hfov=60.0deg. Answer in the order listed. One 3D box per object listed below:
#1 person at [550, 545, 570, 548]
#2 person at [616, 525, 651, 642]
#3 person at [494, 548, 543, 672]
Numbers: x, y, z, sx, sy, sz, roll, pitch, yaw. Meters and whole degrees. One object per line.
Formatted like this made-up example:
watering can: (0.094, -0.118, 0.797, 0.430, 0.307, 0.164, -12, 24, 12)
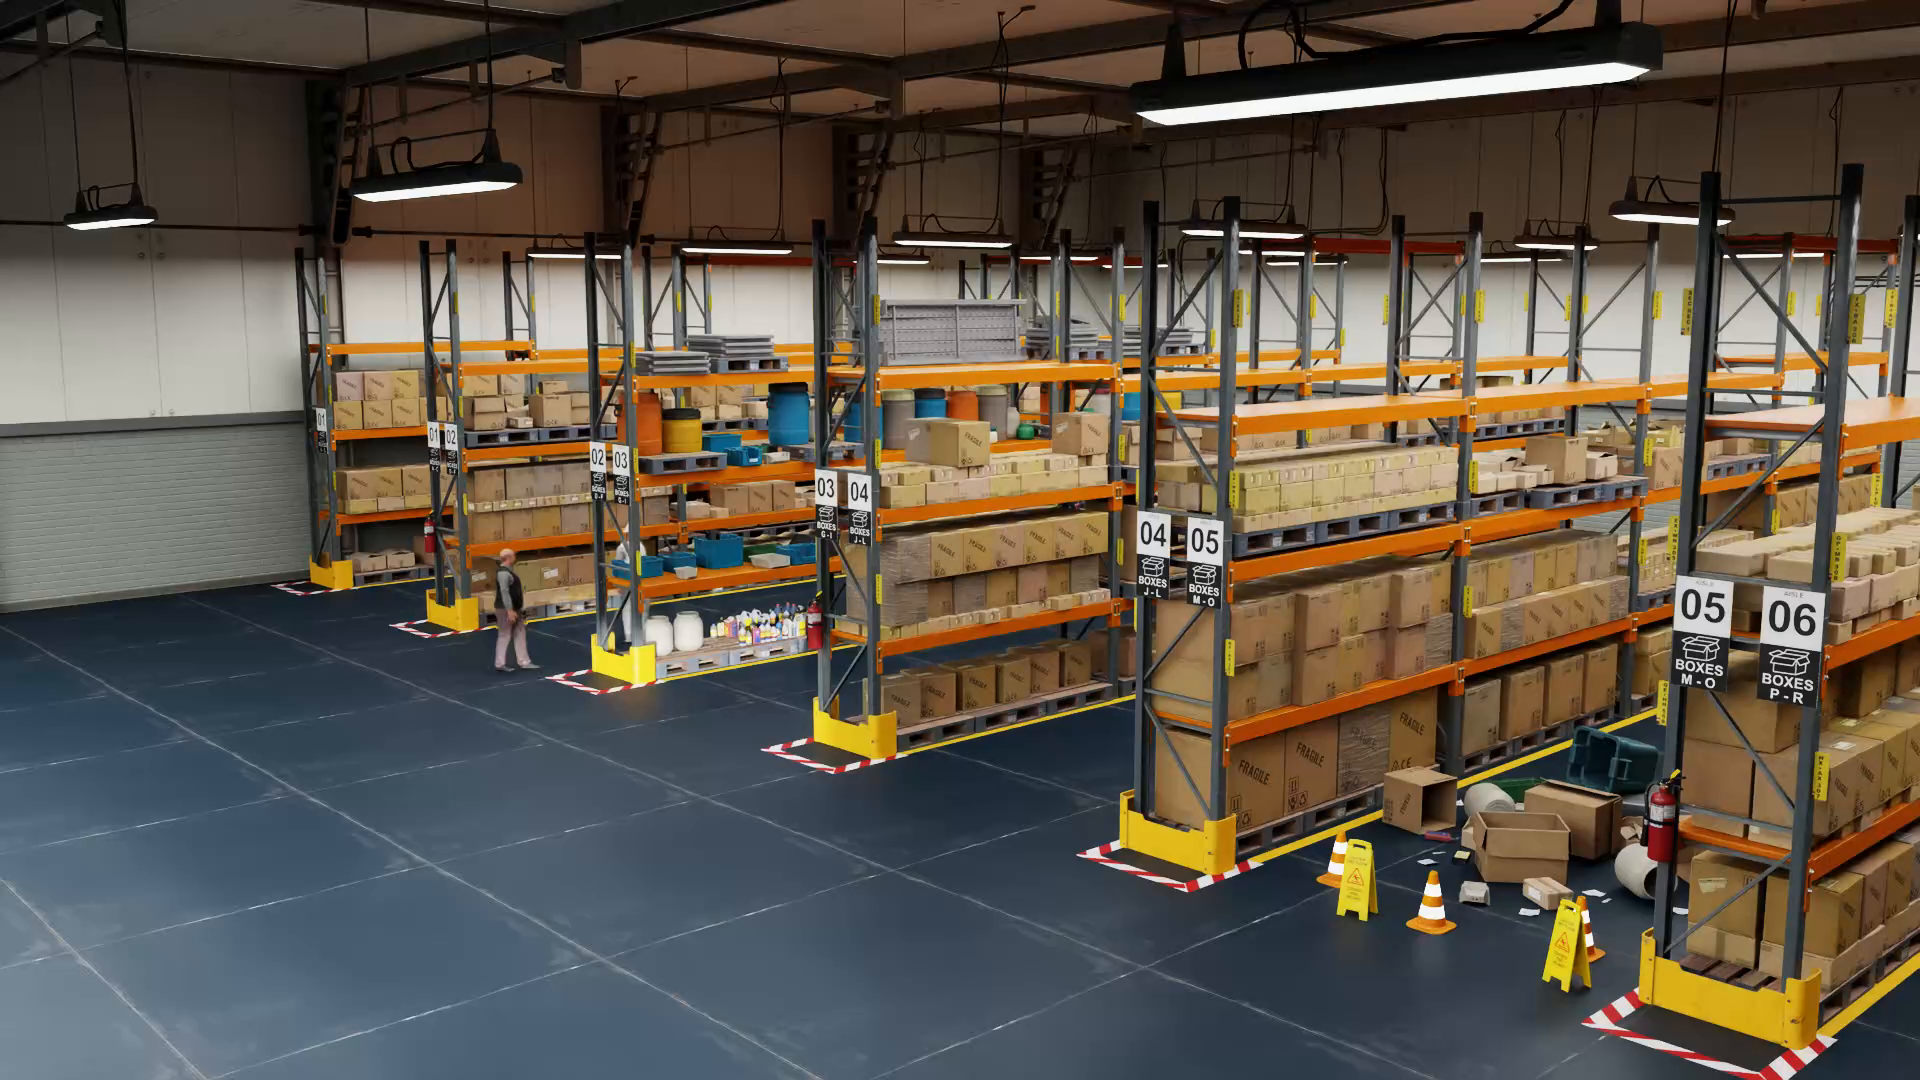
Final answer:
person: (-7.312, -0.122, 30.409, 0.699, 1.809, 0.499, -5, 10, -30)
person: (-4.942, 0.665, 25.048, 0.595, 1.855, 0.369, -8, 12, -44)
person: (-6.160, 0.975, 22.908, 0.614, 1.721, 0.544, 1, 8, 9)
